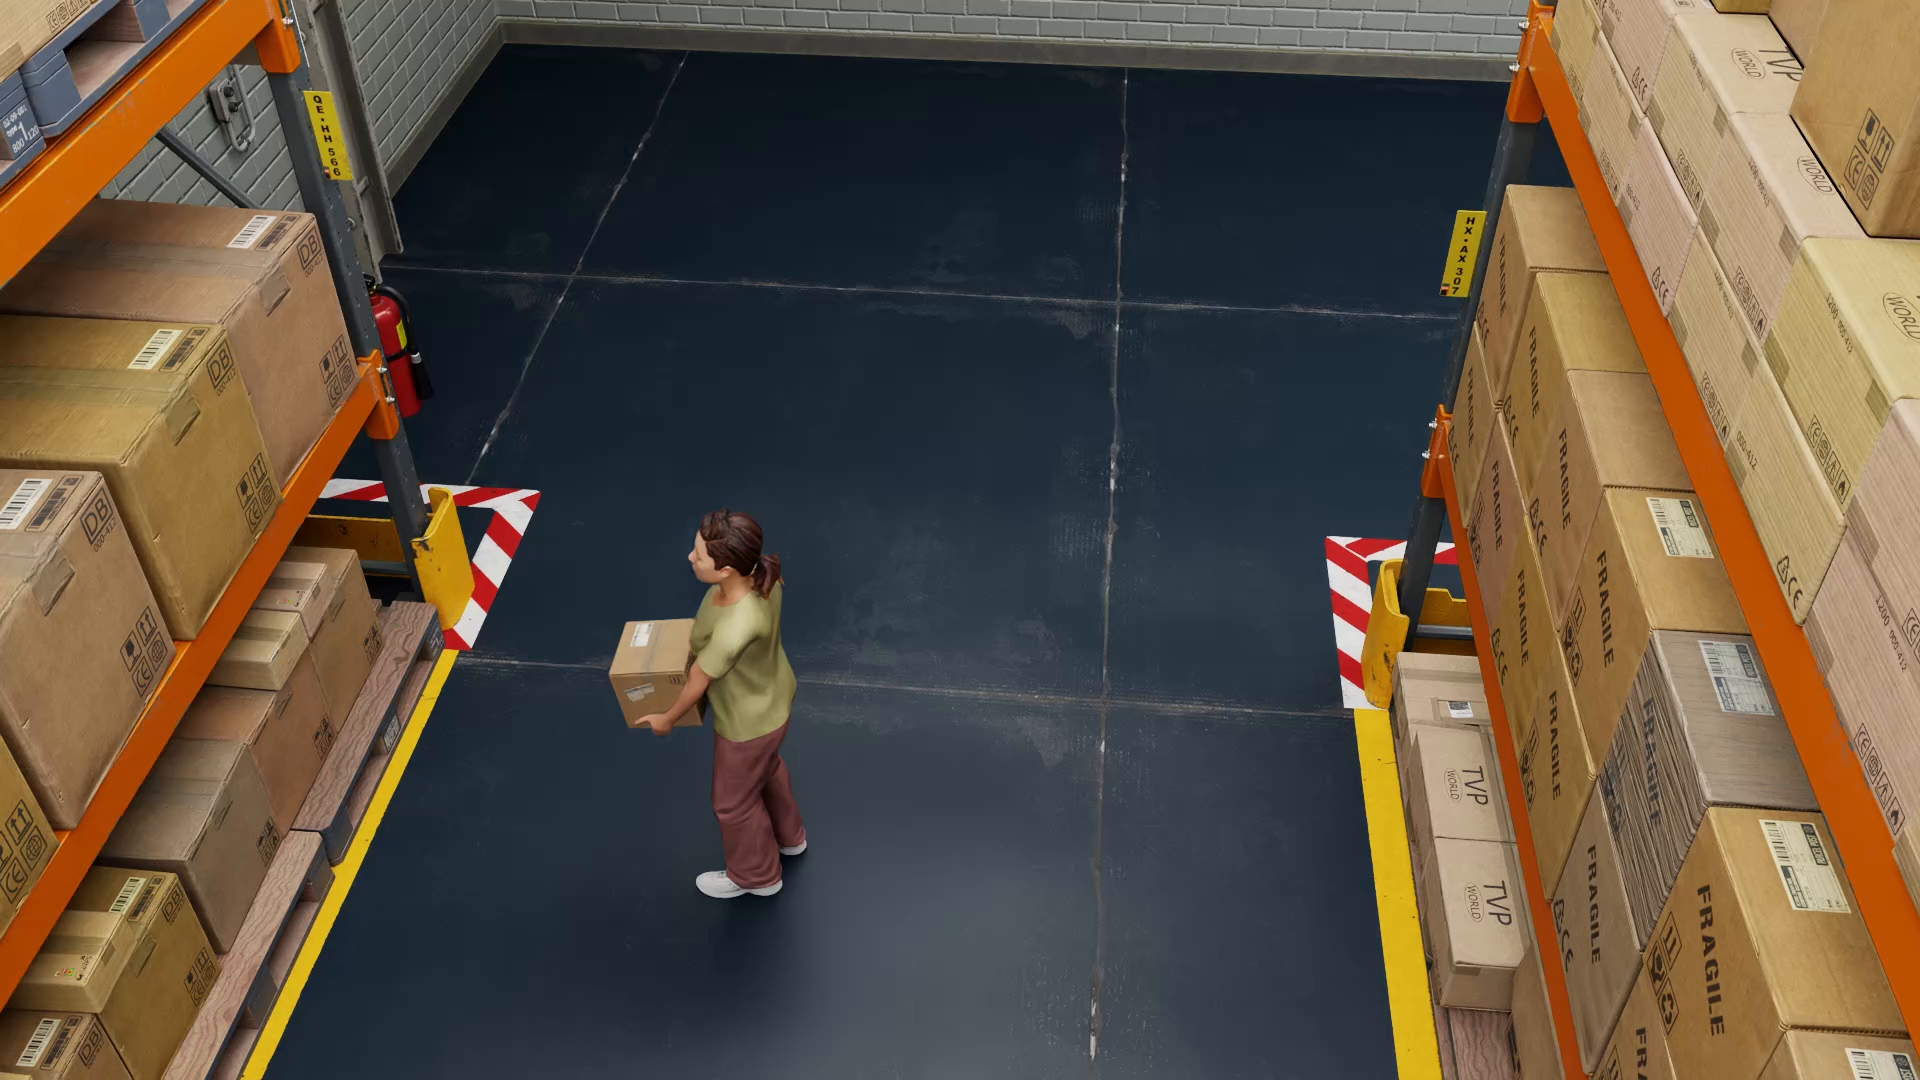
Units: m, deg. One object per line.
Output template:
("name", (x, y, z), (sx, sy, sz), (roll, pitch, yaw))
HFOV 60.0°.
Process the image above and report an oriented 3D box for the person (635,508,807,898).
("person", (-0.788, 0.561, 5.503), (0.514, 1.669, 0.406), (3, 40, 3))
